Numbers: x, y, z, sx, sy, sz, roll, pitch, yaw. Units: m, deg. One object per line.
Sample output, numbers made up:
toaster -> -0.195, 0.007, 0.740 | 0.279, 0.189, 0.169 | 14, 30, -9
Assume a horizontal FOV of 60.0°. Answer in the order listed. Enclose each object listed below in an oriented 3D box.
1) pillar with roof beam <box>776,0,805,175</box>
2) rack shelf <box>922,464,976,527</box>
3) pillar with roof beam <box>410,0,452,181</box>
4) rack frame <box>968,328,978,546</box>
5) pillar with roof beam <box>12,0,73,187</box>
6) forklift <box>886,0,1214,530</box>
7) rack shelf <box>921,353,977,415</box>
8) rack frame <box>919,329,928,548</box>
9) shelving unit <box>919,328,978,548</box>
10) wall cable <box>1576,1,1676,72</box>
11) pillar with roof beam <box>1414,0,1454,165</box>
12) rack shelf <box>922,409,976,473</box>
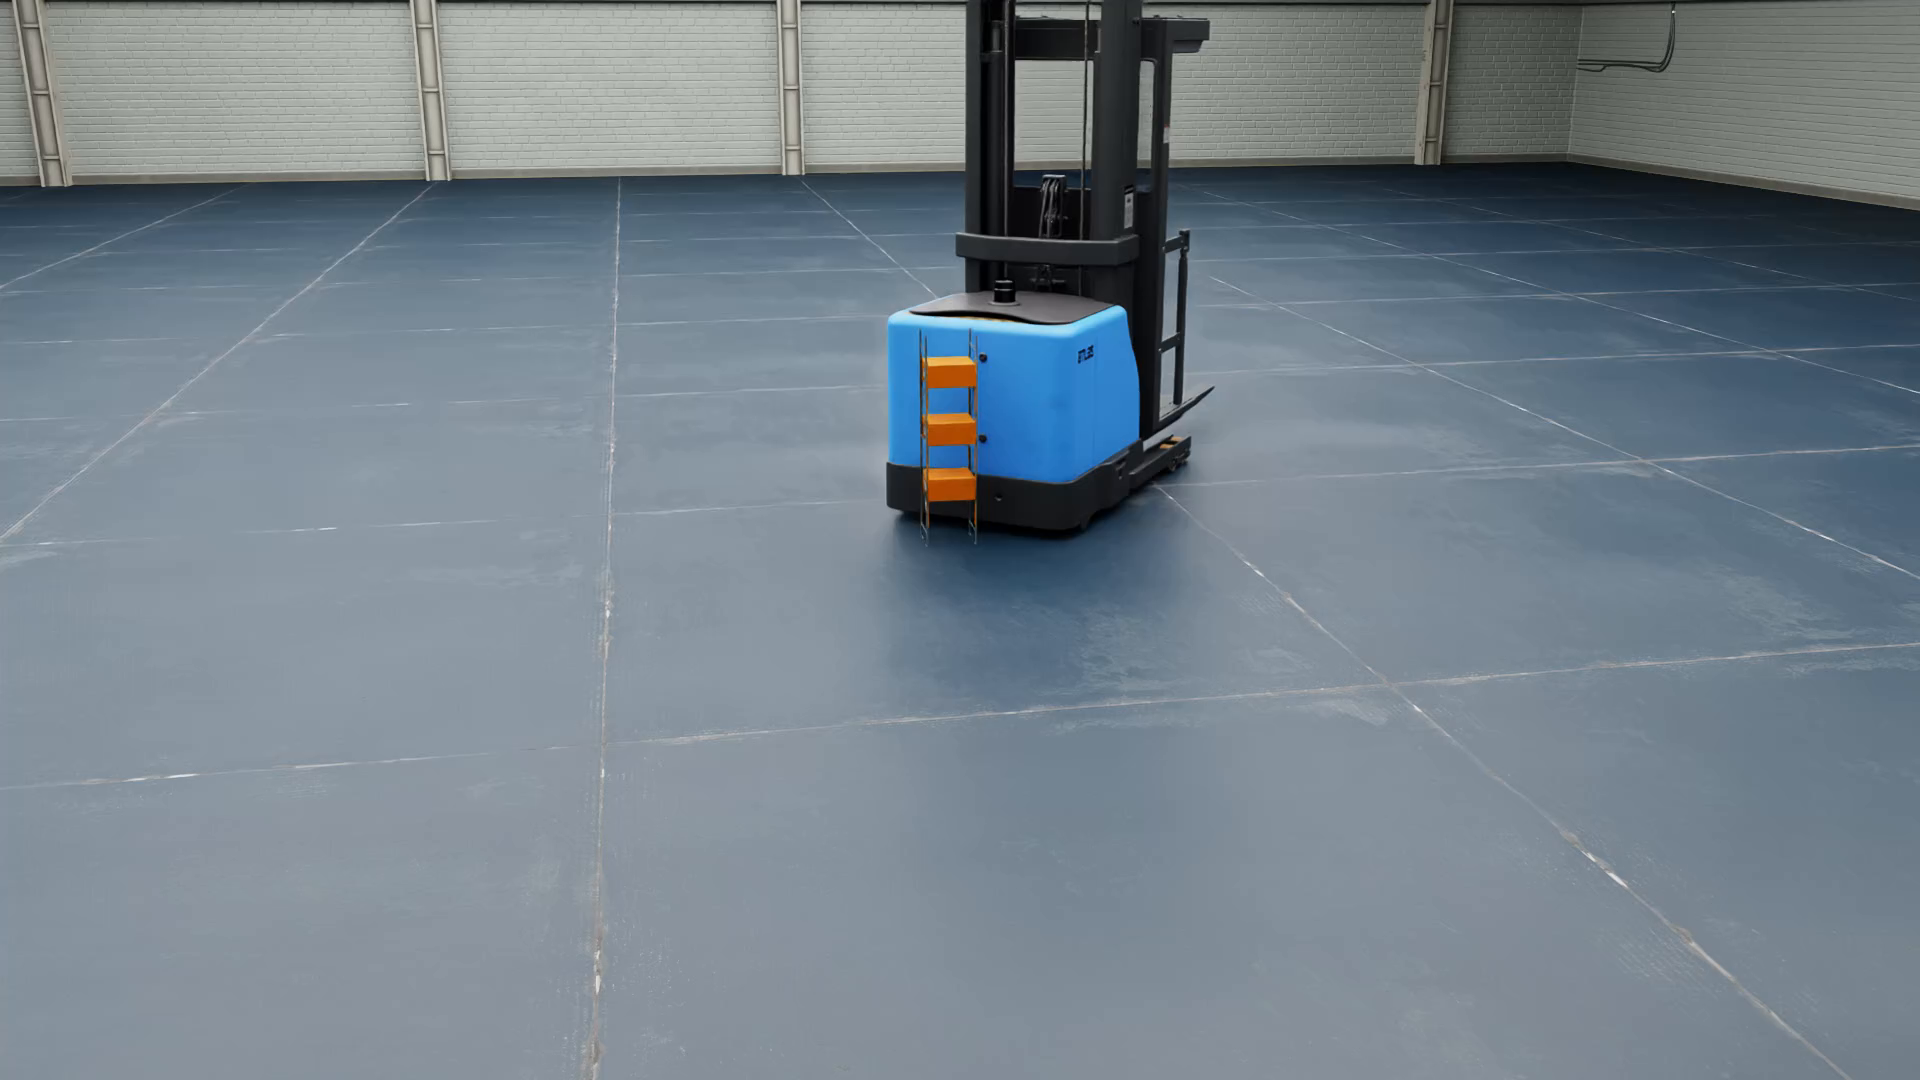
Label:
pillar with roof beam -> -2.126, -9.509, 23.944 | 0.400, 9.000, 9.100 | -3, 17, -10
rack shelf -> -0.056, -0.221, 8.226 | 0.240, 0.259, 0.215 | -3, 17, -9
pillar with roof beam -> -8.017, -9.175, 22.856 | 0.400, 9.000, 9.100 | -3, 17, -10
rack frame -> 0.064, -0.503, 8.161 | 0.008, 1.050, 0.200 | -3, 17, -9
pillar with roof beam -> -13.908, -8.840, 21.768 | 0.400, 9.000, 9.100 | -3, 17, -10
forklift -> 0.705, -1.838, 9.305 | 1.130, 2.935, 3.031 | 8, 19, 24
rack shelf -> -0.056, -0.758, 8.061 | 0.240, 0.259, 0.215 | -3, 17, -9
rack frame -> -0.177, -0.491, 8.121 | 0.008, 1.050, 0.200 | -3, 17, -9
shelving unit -> -0.056, -0.497, 8.141 | 0.252, 1.050, 0.215 | -3, 17, -9
wall cable -> 11.983, -9.717, 29.909 | 0.112, 2.526, 3.097 | -3, 17, -10
pillar with roof beam -> 9.656, -10.177, 26.120 | 0.400, 9.000, 9.100 | -3, 17, -10
rack shelf -> -0.056, -0.487, 8.144 | 0.240, 0.259, 0.215 | -3, 17, -9
